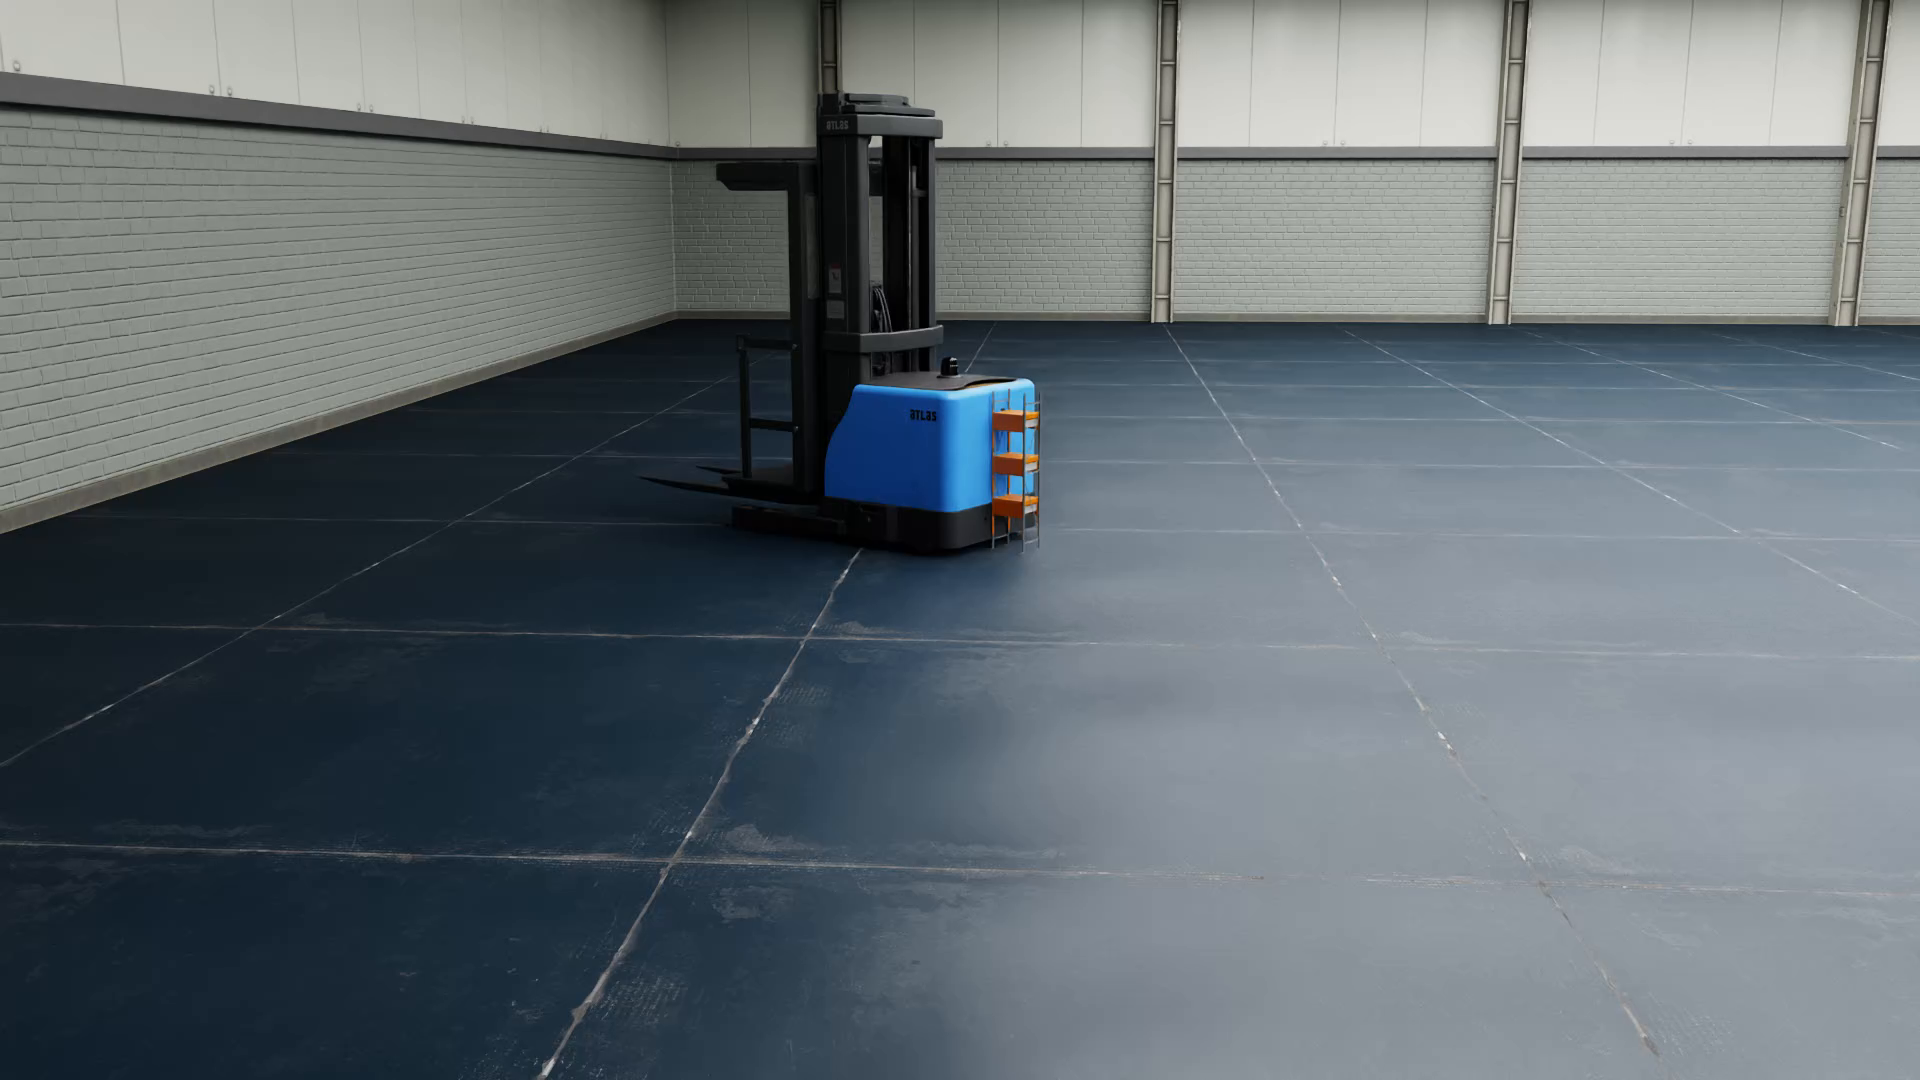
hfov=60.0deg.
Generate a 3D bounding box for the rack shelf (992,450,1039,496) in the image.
[{"bbox_3d":[0.367,-0.439,10.856,0.240,0.259,0.215,8,14,35],"label":"rack shelf"}]

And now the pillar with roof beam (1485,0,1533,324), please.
[{"bbox_3d":[9.365,-7.415,24.737,0.400,9.000,9.100,1,12,4],"label":"pillar with roof beam"}]

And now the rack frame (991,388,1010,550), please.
[{"bbox_3d":[0.268,-0.464,10.923,0.008,1.050,0.200,8,14,35],"label":"rack frame"}]

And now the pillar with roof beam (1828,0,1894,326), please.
[{"bbox_3d":[15.351,-7.333,24.344,0.400,9.000,9.100,1,12,4],"label":"pillar with roof beam"}]

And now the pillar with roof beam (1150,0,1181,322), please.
[{"bbox_3d":[3.378,-7.497,25.129,0.400,9.000,9.100,1,12,4],"label":"pillar with roof beam"}]

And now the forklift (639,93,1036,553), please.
[{"bbox_3d":[-0.978,-1.564,11.586,3.031,2.935,1.130,8,14,35],"label":"forklift"}]

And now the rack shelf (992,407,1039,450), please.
[{"bbox_3d":[0.367,-0.717,10.797,0.240,0.259,0.215,8,14,35],"label":"rack shelf"}]

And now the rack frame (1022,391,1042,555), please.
[{"bbox_3d":[0.467,-0.435,10.784,0.008,1.050,0.200,8,14,35],"label":"rack frame"}]

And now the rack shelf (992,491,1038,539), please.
[{"bbox_3d":[0.367,-0.167,10.912,0.240,0.259,0.215,8,14,35],"label":"rack shelf"}]

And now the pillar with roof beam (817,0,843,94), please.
[{"bbox_3d":[-2.608,-7.579,25.522,0.400,9.000,9.100,1,12,4],"label":"pillar with roof beam"}]

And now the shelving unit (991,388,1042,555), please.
[{"bbox_3d":[0.367,-0.450,10.853,0.252,1.050,0.215,8,14,35],"label":"shelving unit"}]
